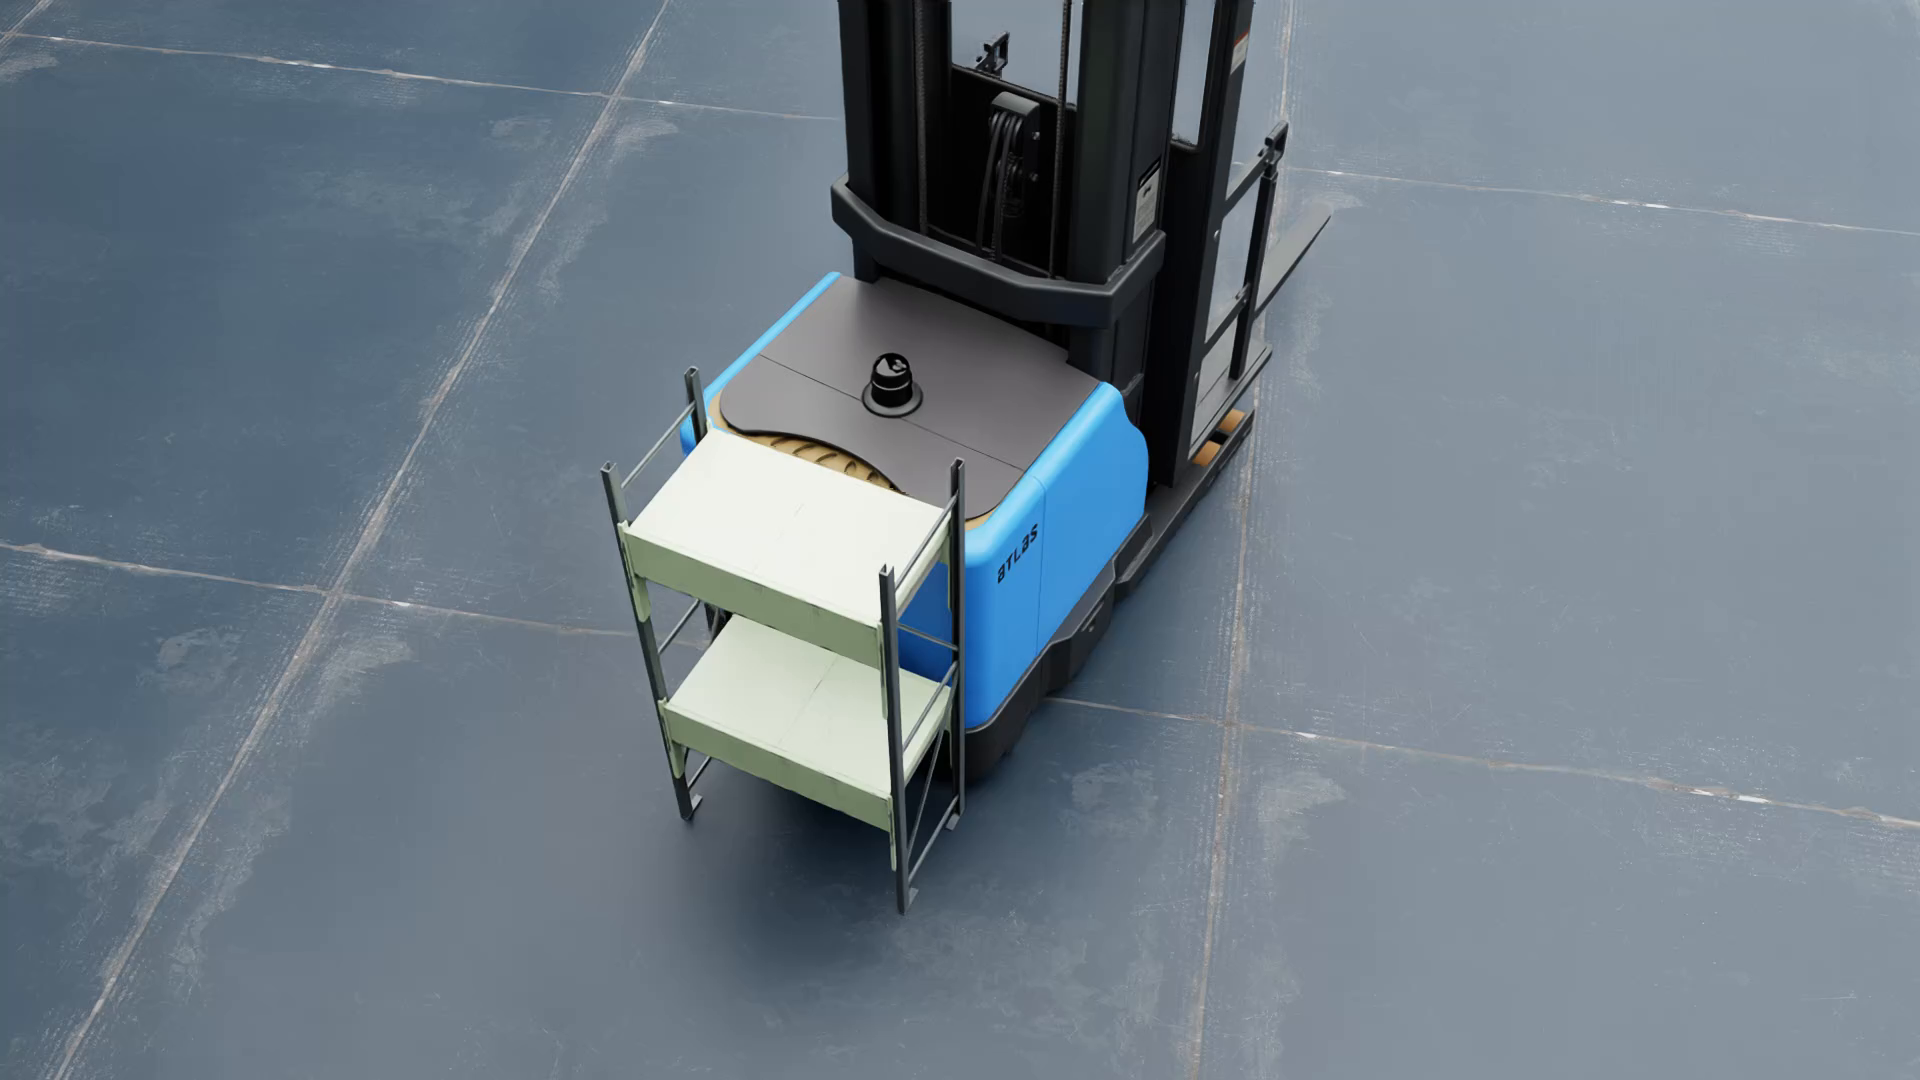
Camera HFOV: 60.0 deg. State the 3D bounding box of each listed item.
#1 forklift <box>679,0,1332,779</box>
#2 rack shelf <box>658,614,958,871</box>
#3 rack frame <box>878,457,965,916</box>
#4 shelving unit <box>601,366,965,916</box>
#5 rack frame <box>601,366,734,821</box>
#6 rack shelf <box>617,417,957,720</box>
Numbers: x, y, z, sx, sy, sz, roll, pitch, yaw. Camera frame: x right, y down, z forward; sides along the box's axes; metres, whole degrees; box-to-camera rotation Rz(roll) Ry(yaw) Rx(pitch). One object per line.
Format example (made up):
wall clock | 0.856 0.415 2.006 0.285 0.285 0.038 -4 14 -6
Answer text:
forklift | 0.403 -1.342 4.985 1.130 2.935 3.031 25 53 21
rack shelf | -0.412 0.541 4.693 0.720 0.370 0.431 20 51 17
rack frame | -0.083 0.442 4.344 0.023 1.500 0.400 20 51 17
shelving unit | -0.413 0.324 4.450 0.755 1.500 0.431 20 51 17
rack frame | -0.742 0.205 4.557 0.023 1.500 0.400 20 51 17
rack shelf | -0.413 0.063 4.159 0.720 0.370 0.431 20 51 17
